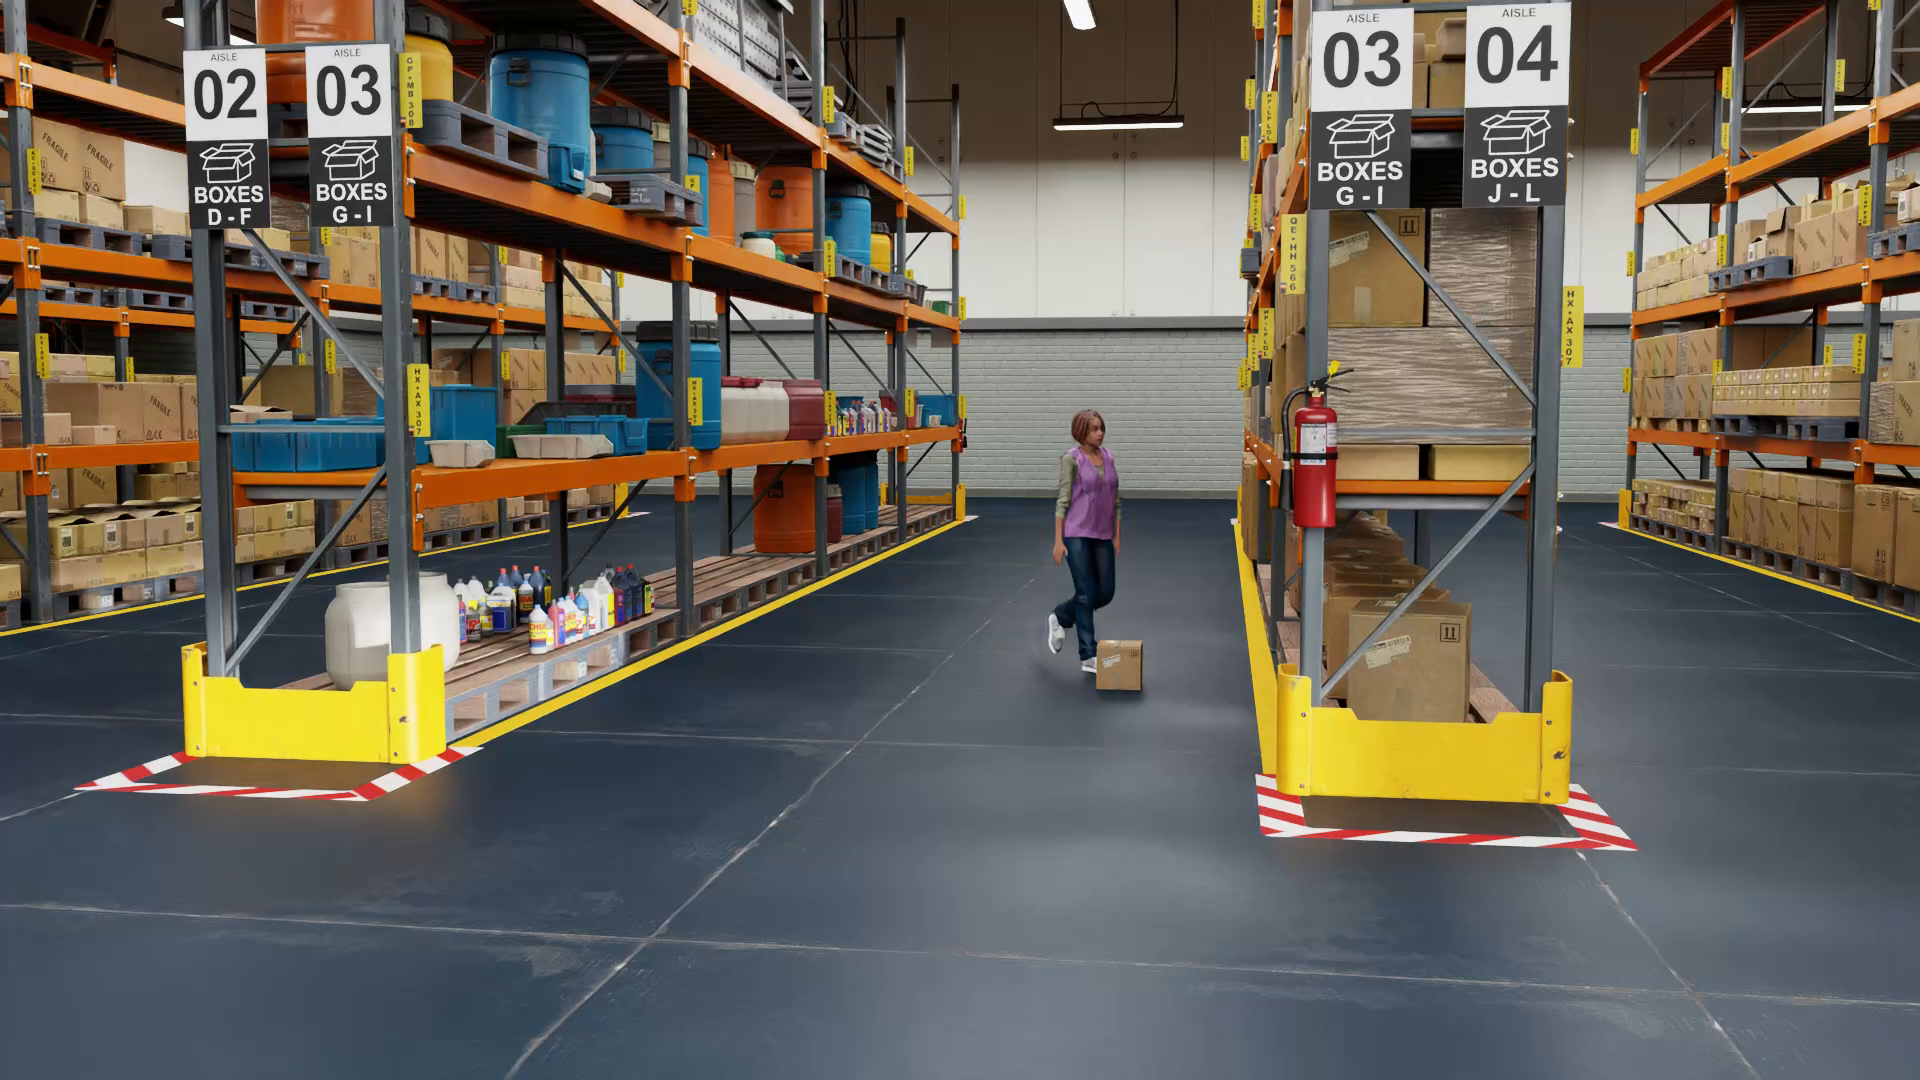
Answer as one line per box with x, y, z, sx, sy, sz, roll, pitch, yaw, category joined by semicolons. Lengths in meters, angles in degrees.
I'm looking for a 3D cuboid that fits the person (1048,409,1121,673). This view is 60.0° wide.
0.757;-0.007;10.104;0.469;1.576;0.681;-3;6;-33;person
